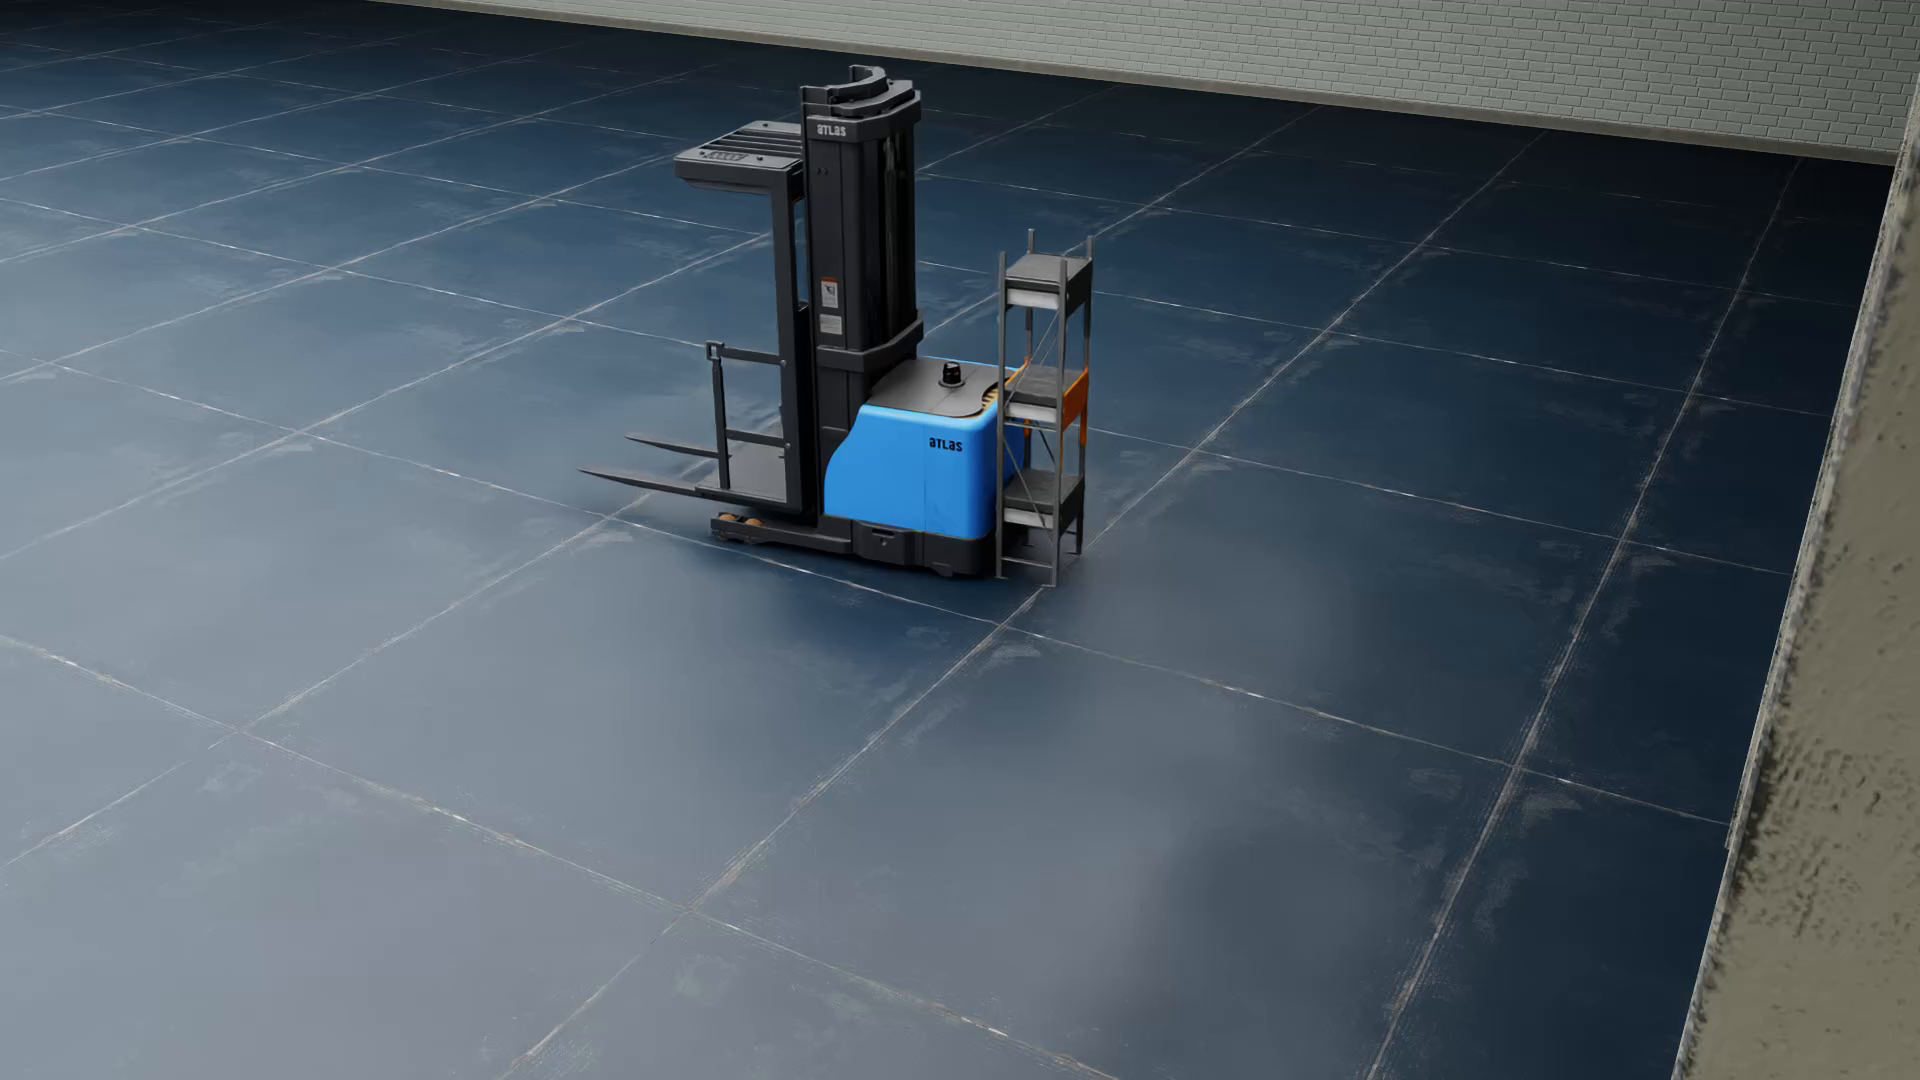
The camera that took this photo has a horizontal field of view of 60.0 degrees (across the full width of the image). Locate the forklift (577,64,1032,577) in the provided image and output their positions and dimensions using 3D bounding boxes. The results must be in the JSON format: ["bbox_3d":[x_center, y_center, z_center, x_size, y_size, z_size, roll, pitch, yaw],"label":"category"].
[{"bbox_3d":[-1.088,-1.485,10.583,3.031,2.935,1.130,10,28,19],"label":"forklift"}]

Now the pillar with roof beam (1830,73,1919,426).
[{"bbox_3d":[3.090,-5.882,12.587,9.100,9.000,0.400,14,30,26],"label":"pillar with roof beam"}]

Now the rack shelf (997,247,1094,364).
[{"bbox_3d":[0.505,-1.387,9.782,0.431,0.518,0.480,10,28,19],"label":"rack shelf"}]

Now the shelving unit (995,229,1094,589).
[{"bbox_3d":[0.505,-0.773,10.089,0.431,2.100,0.503,10,28,19],"label":"shelving unit"}]

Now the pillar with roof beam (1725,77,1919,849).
[{"bbox_3d":[0.138,-3.544,7.916,9.100,9.000,0.400,14,30,26],"label":"pillar with roof beam"}]

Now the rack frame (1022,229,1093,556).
[{"bbox_3d":[0.595,-0.875,10.292,0.400,2.100,0.015,10,28,19],"label":"rack frame"}]

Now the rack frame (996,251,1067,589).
[{"bbox_3d":[0.415,-0.672,9.886,0.400,2.100,0.015,10,28,19],"label":"rack frame"}]

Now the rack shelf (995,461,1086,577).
[{"bbox_3d":[0.505,-0.135,10.409,0.431,0.518,0.480,10,28,19],"label":"rack shelf"}]

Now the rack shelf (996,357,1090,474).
[{"bbox_3d":[0.505,-0.761,10.095,0.431,0.518,0.480,10,28,19],"label":"rack shelf"}]

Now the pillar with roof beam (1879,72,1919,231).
[{"bbox_3d":[6.042,-8.220,17.258,9.100,9.000,0.400,14,30,26],"label":"pillar with roof beam"}]
